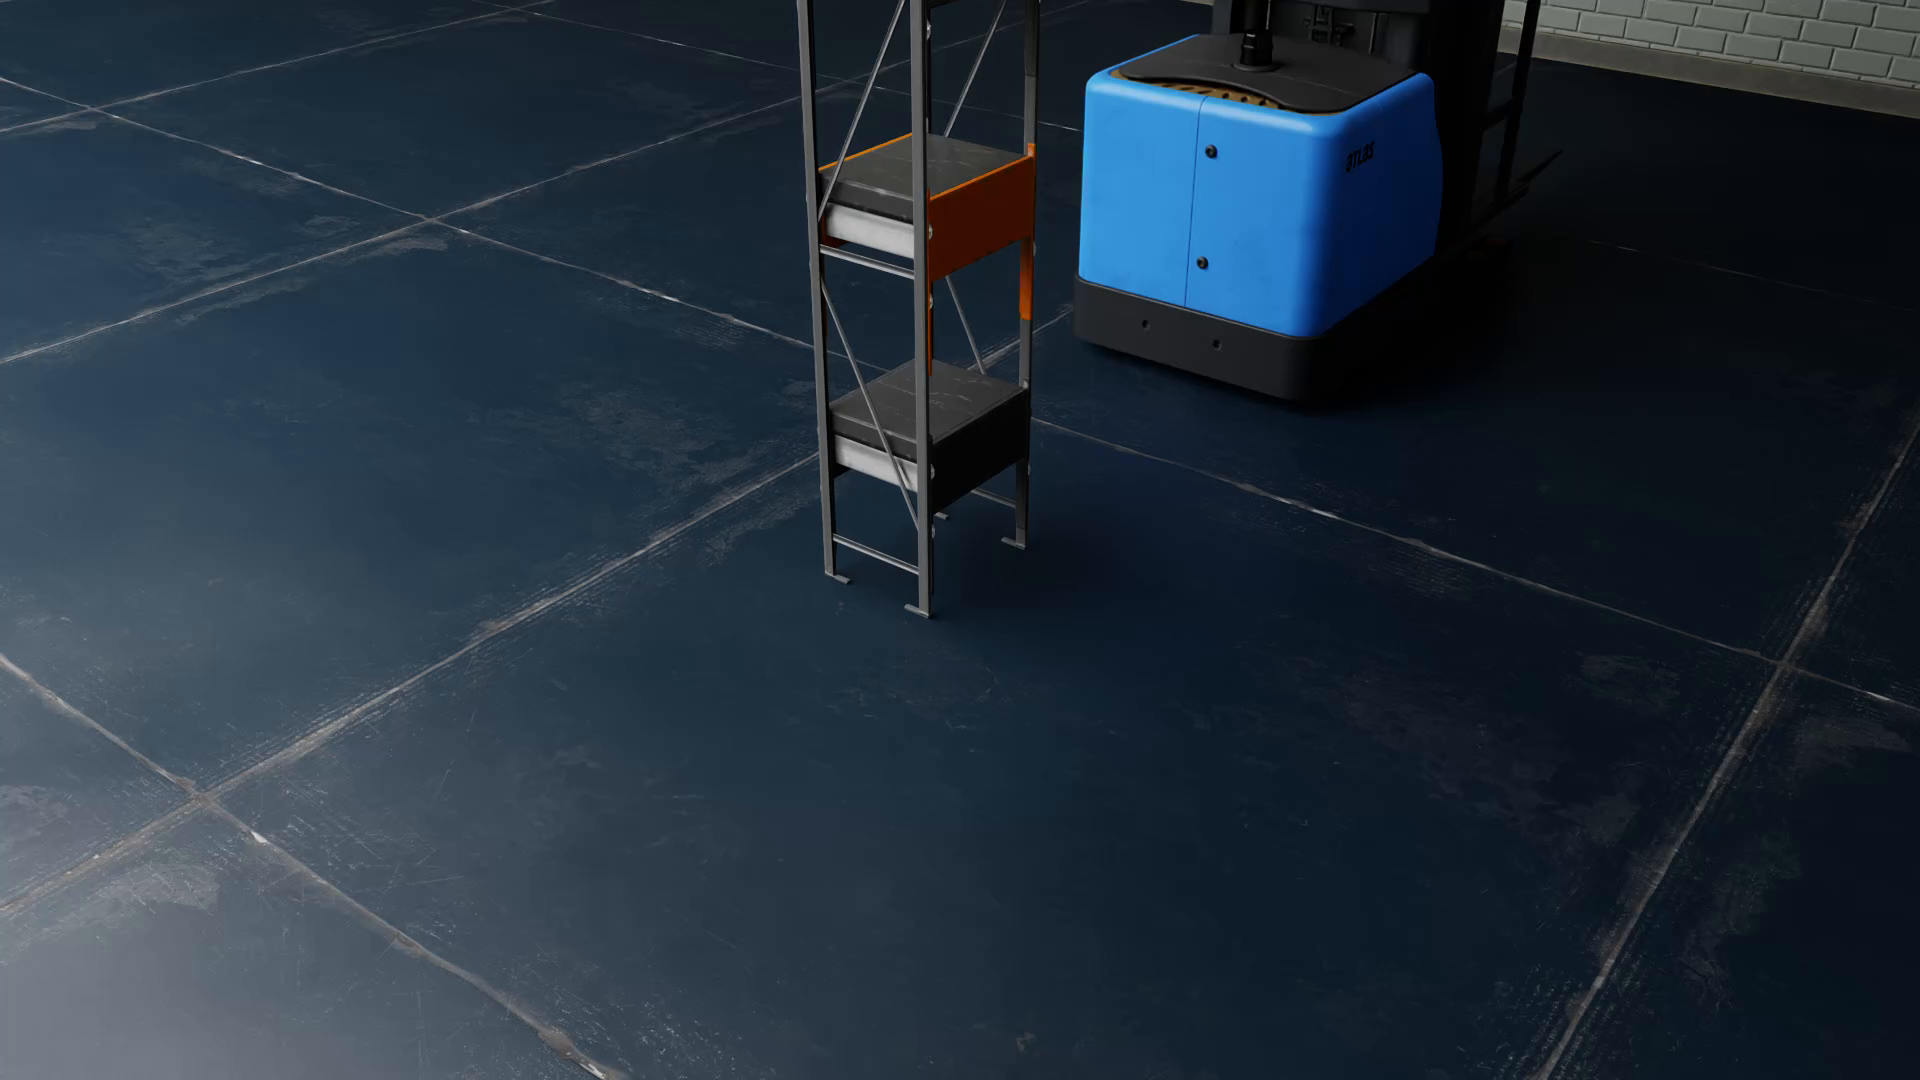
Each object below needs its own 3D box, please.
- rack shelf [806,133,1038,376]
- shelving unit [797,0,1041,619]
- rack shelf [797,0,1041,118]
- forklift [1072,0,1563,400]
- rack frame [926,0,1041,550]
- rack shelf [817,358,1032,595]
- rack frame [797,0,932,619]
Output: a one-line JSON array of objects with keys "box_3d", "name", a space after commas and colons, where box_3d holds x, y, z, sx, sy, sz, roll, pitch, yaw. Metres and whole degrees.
[{"box_3d": [-0.100, -0.824, 4.608, 0.431, 0.518, 0.480, 21, 37, 31], "name": "rack shelf"}, {"box_3d": [-0.100, -0.836, 4.601, 0.431, 2.100, 0.503, 21, 37, 31], "name": "shelving unit"}, {"box_3d": [-0.100, -1.426, 4.251, 0.431, 0.518, 0.480, 21, 37, 31], "name": "rack shelf"}, {"box_3d": [1.726, -2.453, 6.514, 1.130, 2.935, 3.031, 21, 37, 31], "name": "forklift"}, {"box_3d": [0.047, -0.935, 4.769, 0.400, 2.100, 0.015, 21, 37, 31], "name": "rack frame"}, {"box_3d": [-0.100, -0.222, 4.965, 0.431, 0.518, 0.480, 21, 37, 31], "name": "rack shelf"}, {"box_3d": [-0.247, -0.737, 4.434, 0.400, 2.100, 0.015, 21, 37, 31], "name": "rack frame"}]
